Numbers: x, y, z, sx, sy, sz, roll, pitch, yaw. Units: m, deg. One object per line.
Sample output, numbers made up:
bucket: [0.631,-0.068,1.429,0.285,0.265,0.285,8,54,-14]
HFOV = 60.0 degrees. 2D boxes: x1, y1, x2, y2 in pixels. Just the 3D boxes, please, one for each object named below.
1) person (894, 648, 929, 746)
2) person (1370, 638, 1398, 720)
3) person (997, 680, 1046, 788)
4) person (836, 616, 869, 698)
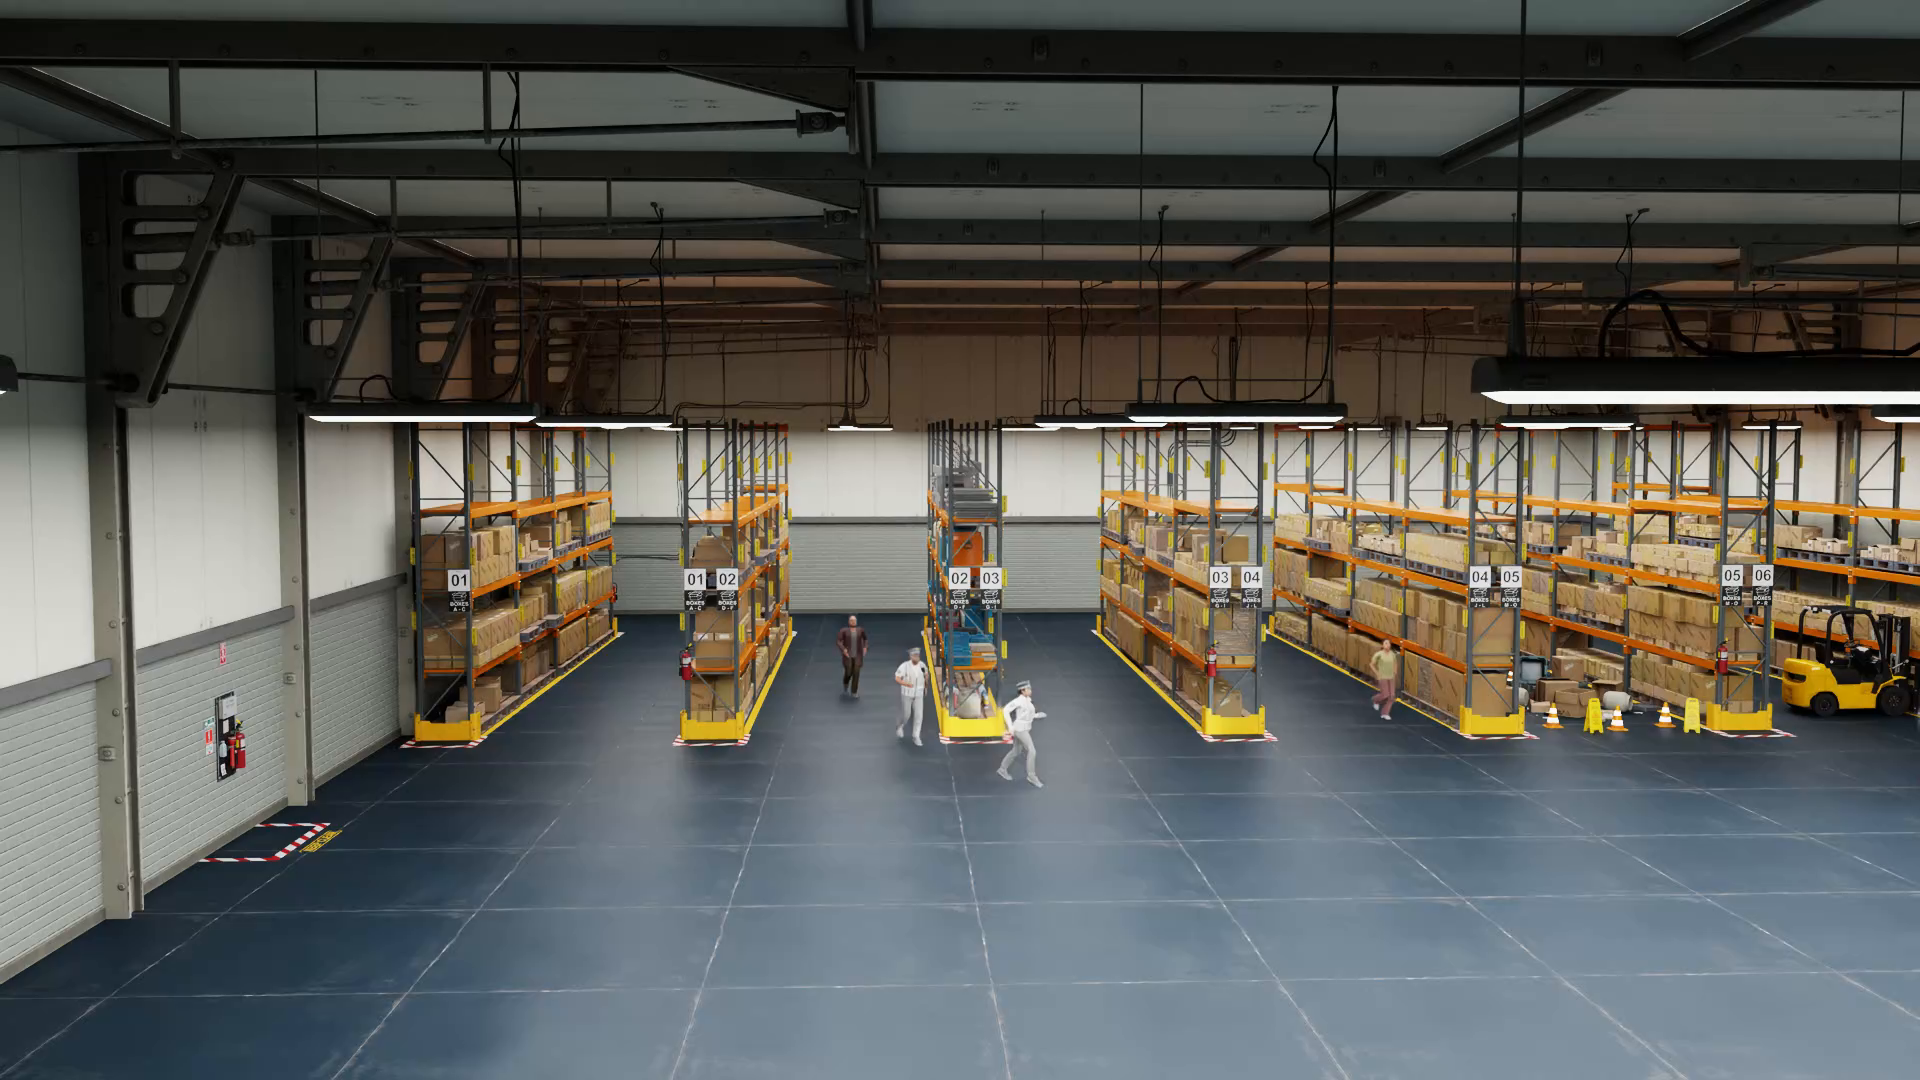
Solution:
person: [-0.873,2.866,30.874,0.704,1.763,0.957,-1,4,-19]
person: [8.537,2.765,33.375,0.581,1.601,0.507,-1,4,-13]
person: [0.990,3.136,27.048,0.850,1.738,0.580,1,4,19]
person: [-2.340,2.535,36.284,0.738,1.753,0.770,-1,4,-14]
